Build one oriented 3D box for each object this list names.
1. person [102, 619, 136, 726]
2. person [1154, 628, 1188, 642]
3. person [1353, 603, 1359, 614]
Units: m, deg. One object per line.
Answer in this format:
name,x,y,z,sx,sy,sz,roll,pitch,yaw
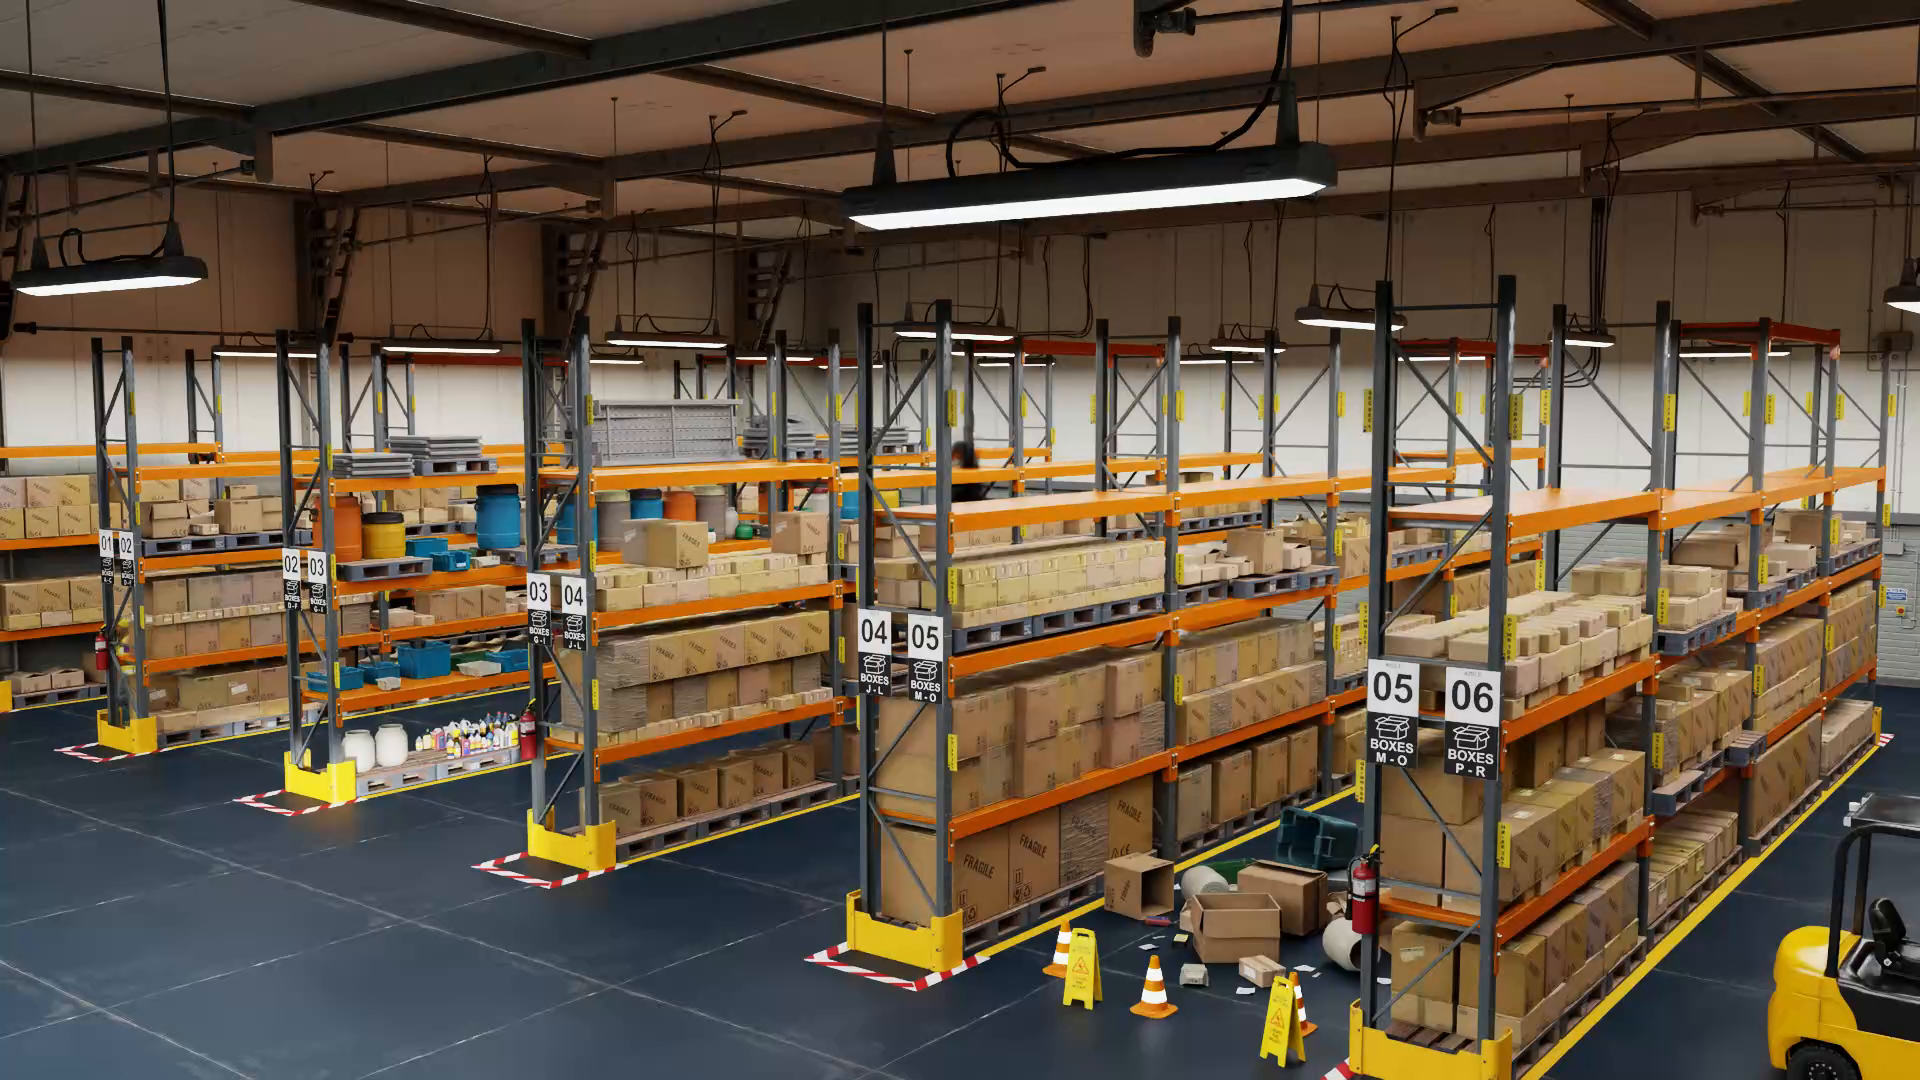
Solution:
person,-13.008,2.065,25.846,0.713,1.700,0.588,4,6,36
person,3.169,1.909,25.059,0.607,1.641,0.782,3,6,30
person,6.704,1.901,27.558,0.670,1.757,0.657,5,7,44
